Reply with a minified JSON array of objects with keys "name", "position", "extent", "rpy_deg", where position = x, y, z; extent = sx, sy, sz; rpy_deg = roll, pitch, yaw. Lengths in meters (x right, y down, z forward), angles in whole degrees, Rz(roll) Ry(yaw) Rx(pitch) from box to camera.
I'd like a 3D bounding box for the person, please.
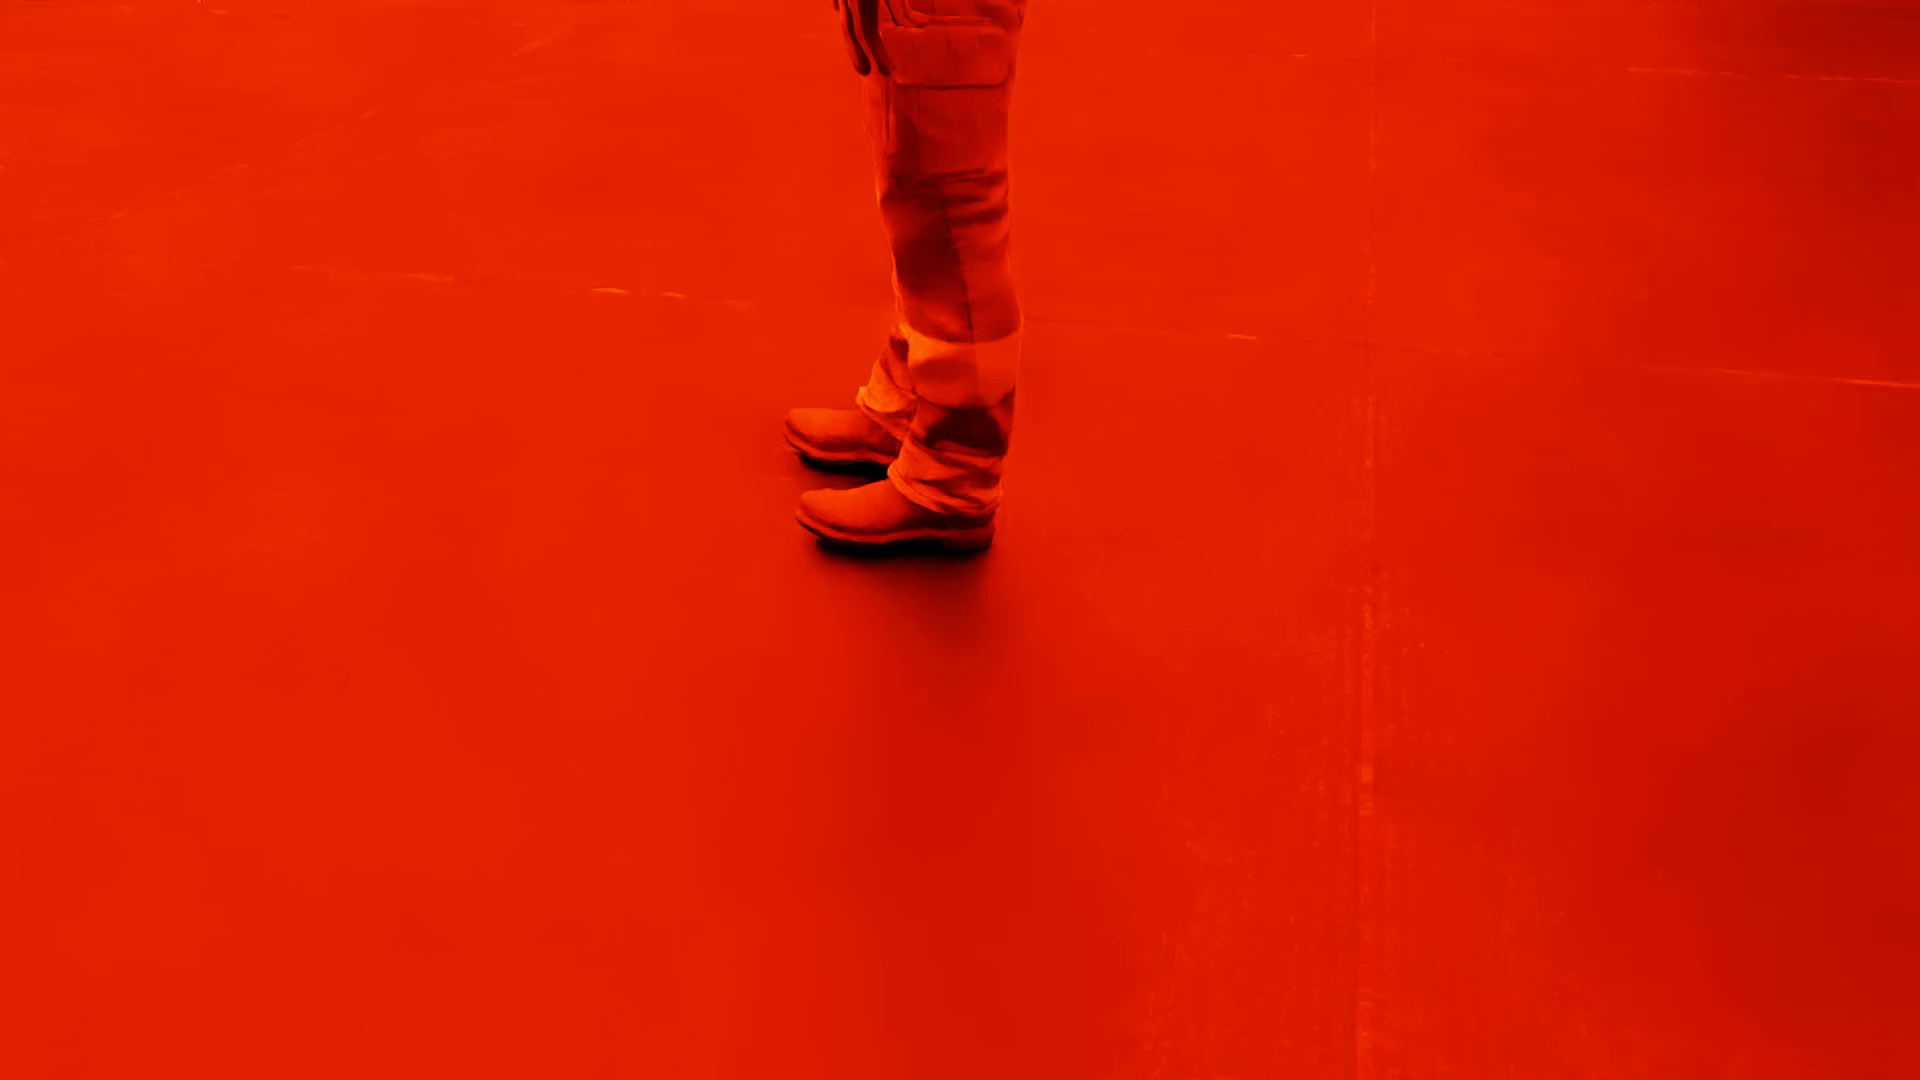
[{"name":"person","position":[-0.076,-0.818,2.119],"extent":[0.563,1.787,0.637],"rpy_deg":[6,27,11]}]
